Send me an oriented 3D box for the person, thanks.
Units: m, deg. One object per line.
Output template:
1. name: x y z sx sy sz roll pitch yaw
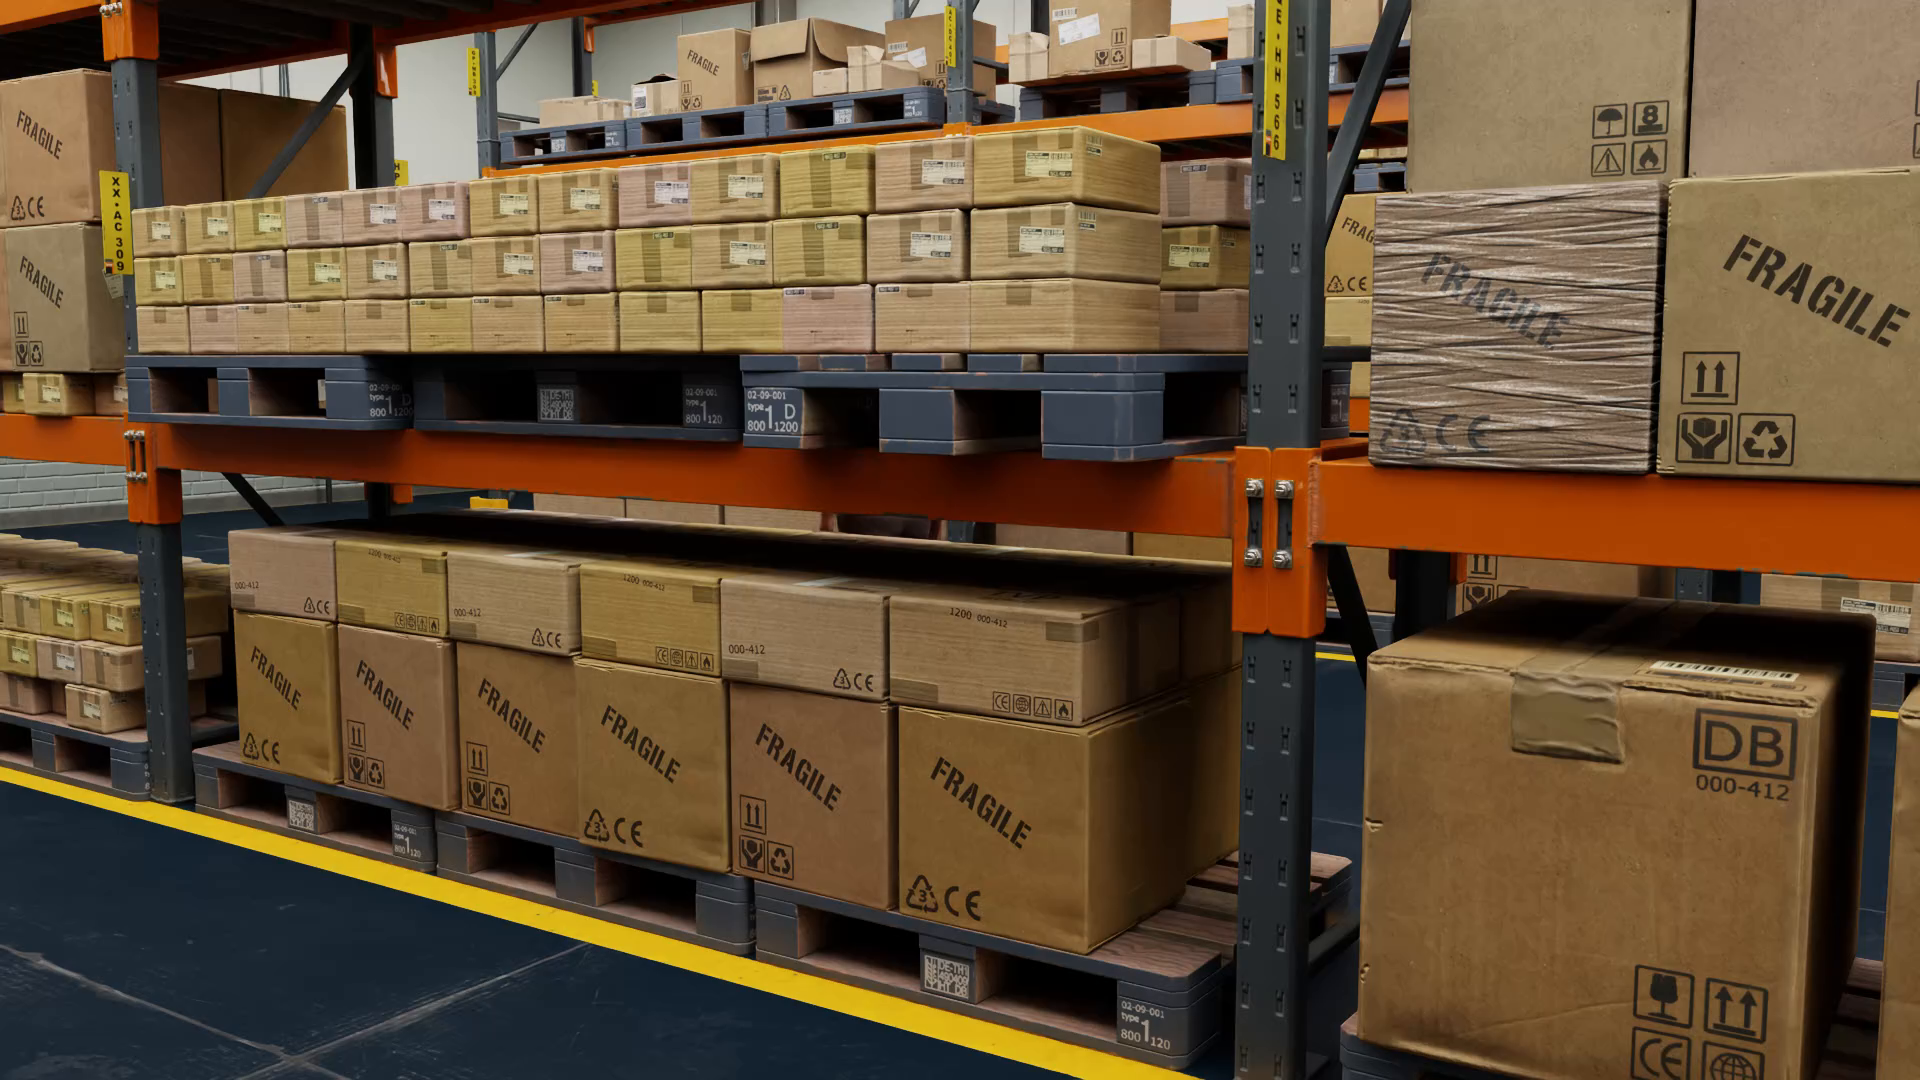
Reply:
1. person: -0.296 -0.063 6.582 0.622 1.769 0.499 -6 9 -43
